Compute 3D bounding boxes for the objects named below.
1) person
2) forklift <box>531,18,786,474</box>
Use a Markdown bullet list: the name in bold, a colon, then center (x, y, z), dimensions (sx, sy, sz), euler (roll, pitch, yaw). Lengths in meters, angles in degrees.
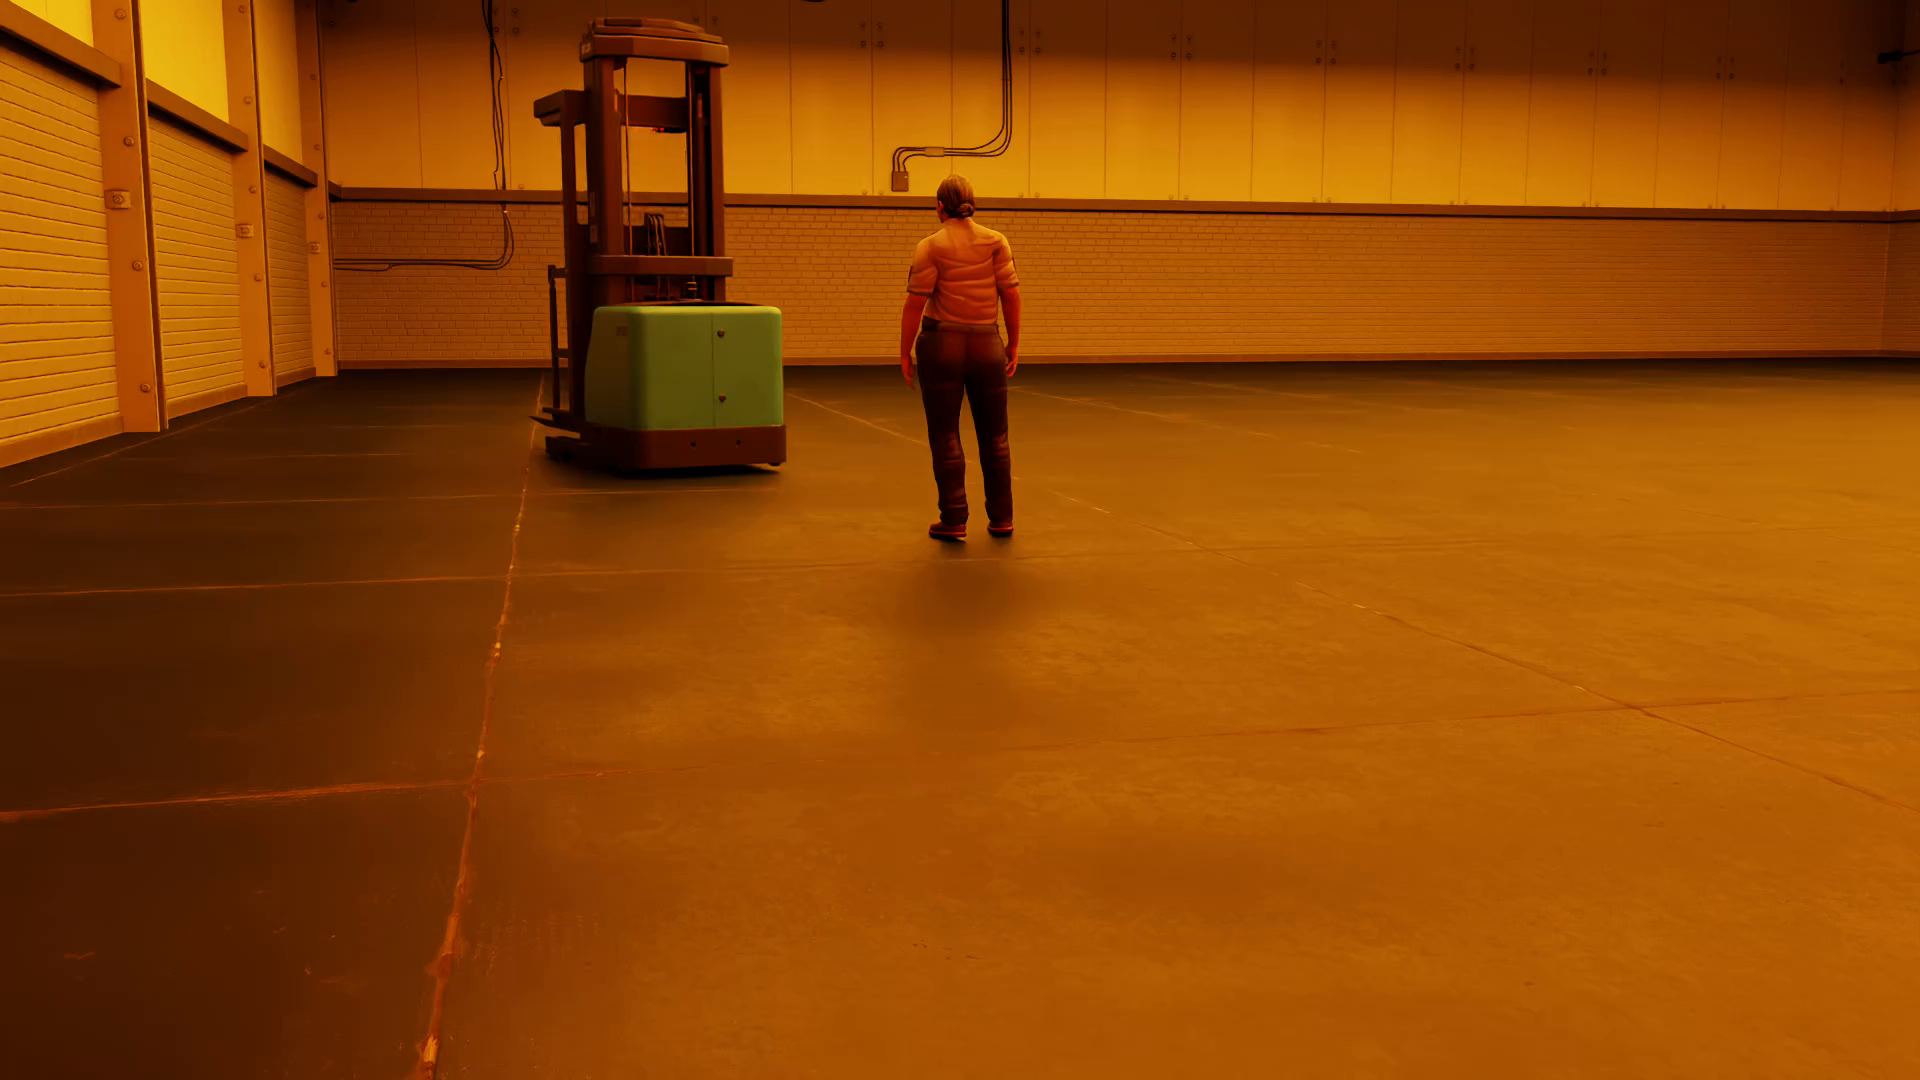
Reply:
- **person**: center (0.002, -0.836, 7.684), dimensions (0.598, 1.651, 0.502), euler (-2, 8, -13)
- **forklift**: center (-2.299, -2.033, 11.653), dimensions (1.130, 2.935, 3.031), euler (-5, 9, -29)
